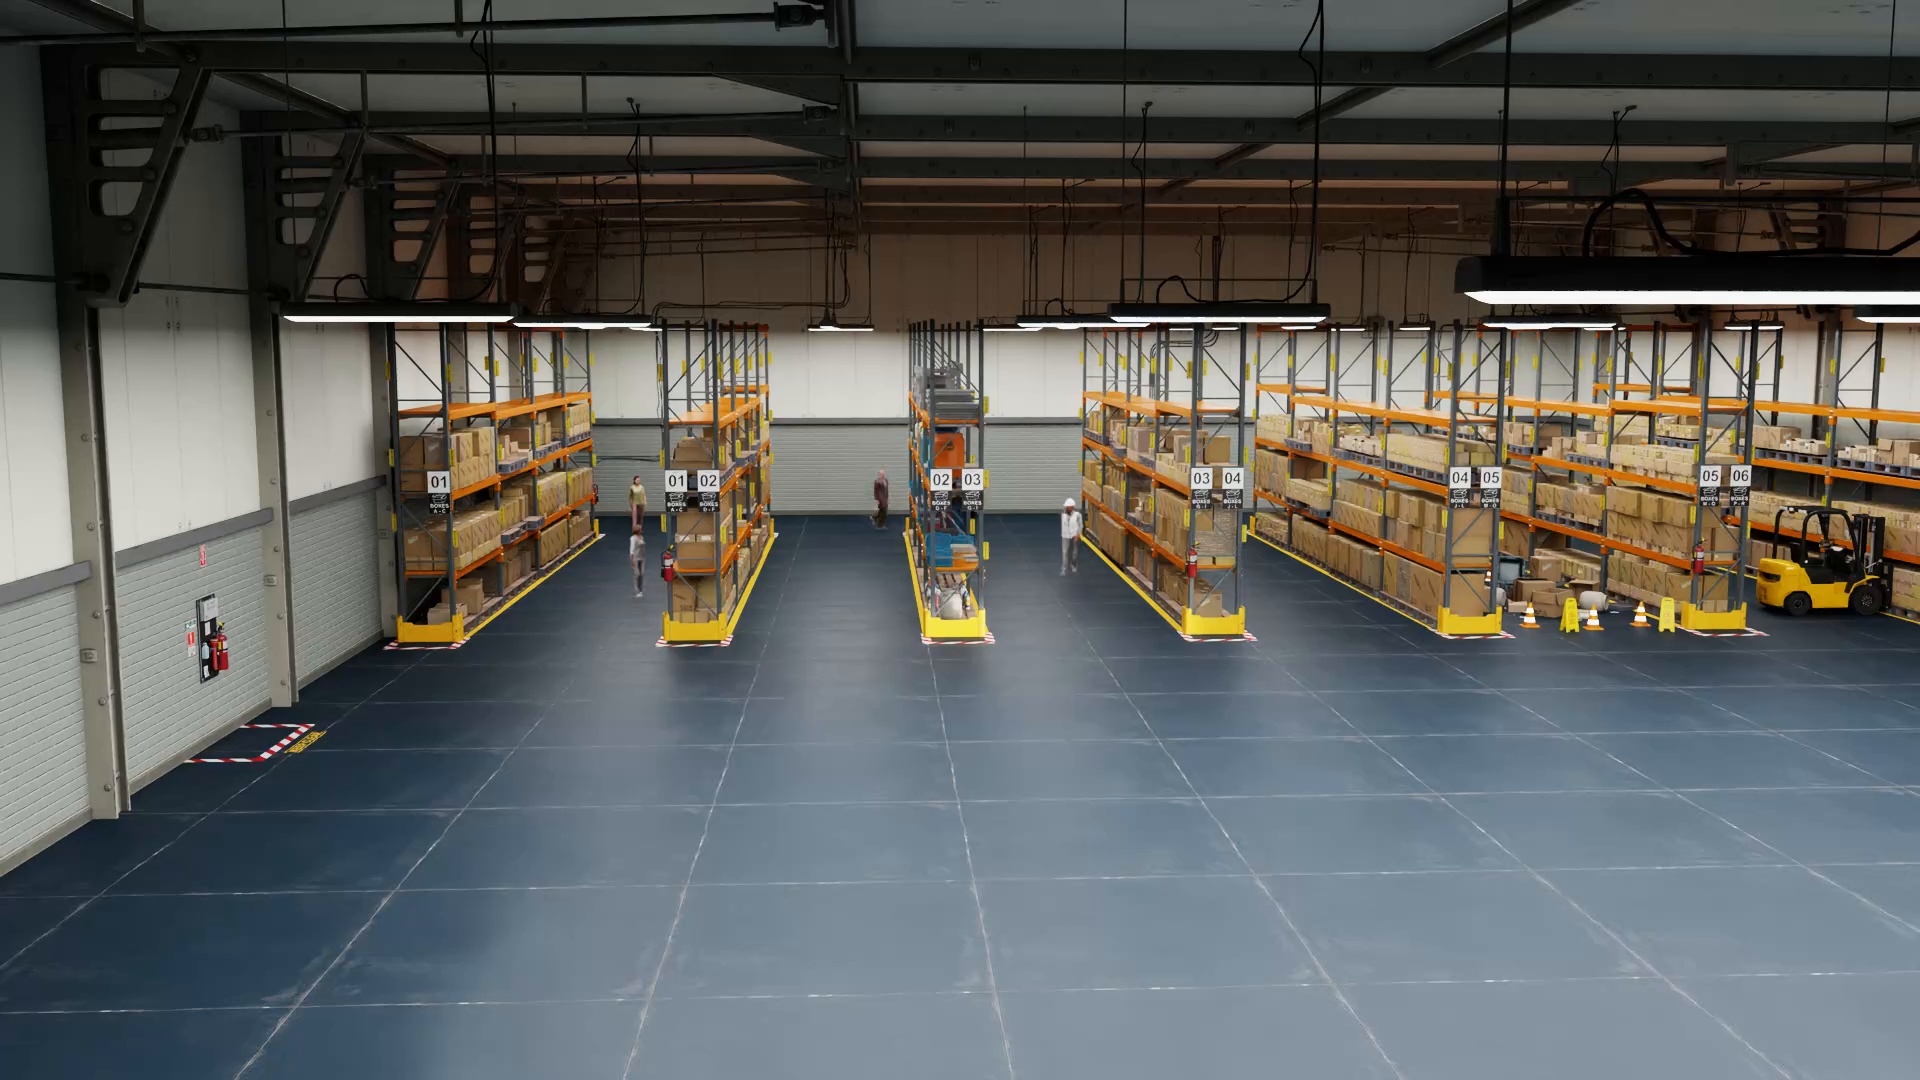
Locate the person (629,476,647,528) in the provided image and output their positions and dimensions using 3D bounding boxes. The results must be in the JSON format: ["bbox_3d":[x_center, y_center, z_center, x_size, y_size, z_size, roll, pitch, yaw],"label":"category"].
[{"bbox_3d":[-9.338,-1.048,48.183,0.511,1.608,1.049,-1,7,-11],"label":"person"}]

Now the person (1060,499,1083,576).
[{"bbox_3d":[2.516,-0.072,37.442,0.523,1.717,1.020,1,7,8],"label":"person"}]

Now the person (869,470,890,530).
[{"bbox_3d":[-2.373,-1.134,48.709,0.611,1.657,0.582,1,7,4],"label":"person"}]

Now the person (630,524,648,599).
[{"bbox_3d":[-7.000,0.462,36.398,0.511,1.617,0.442,6,9,42],"label":"person"}]
